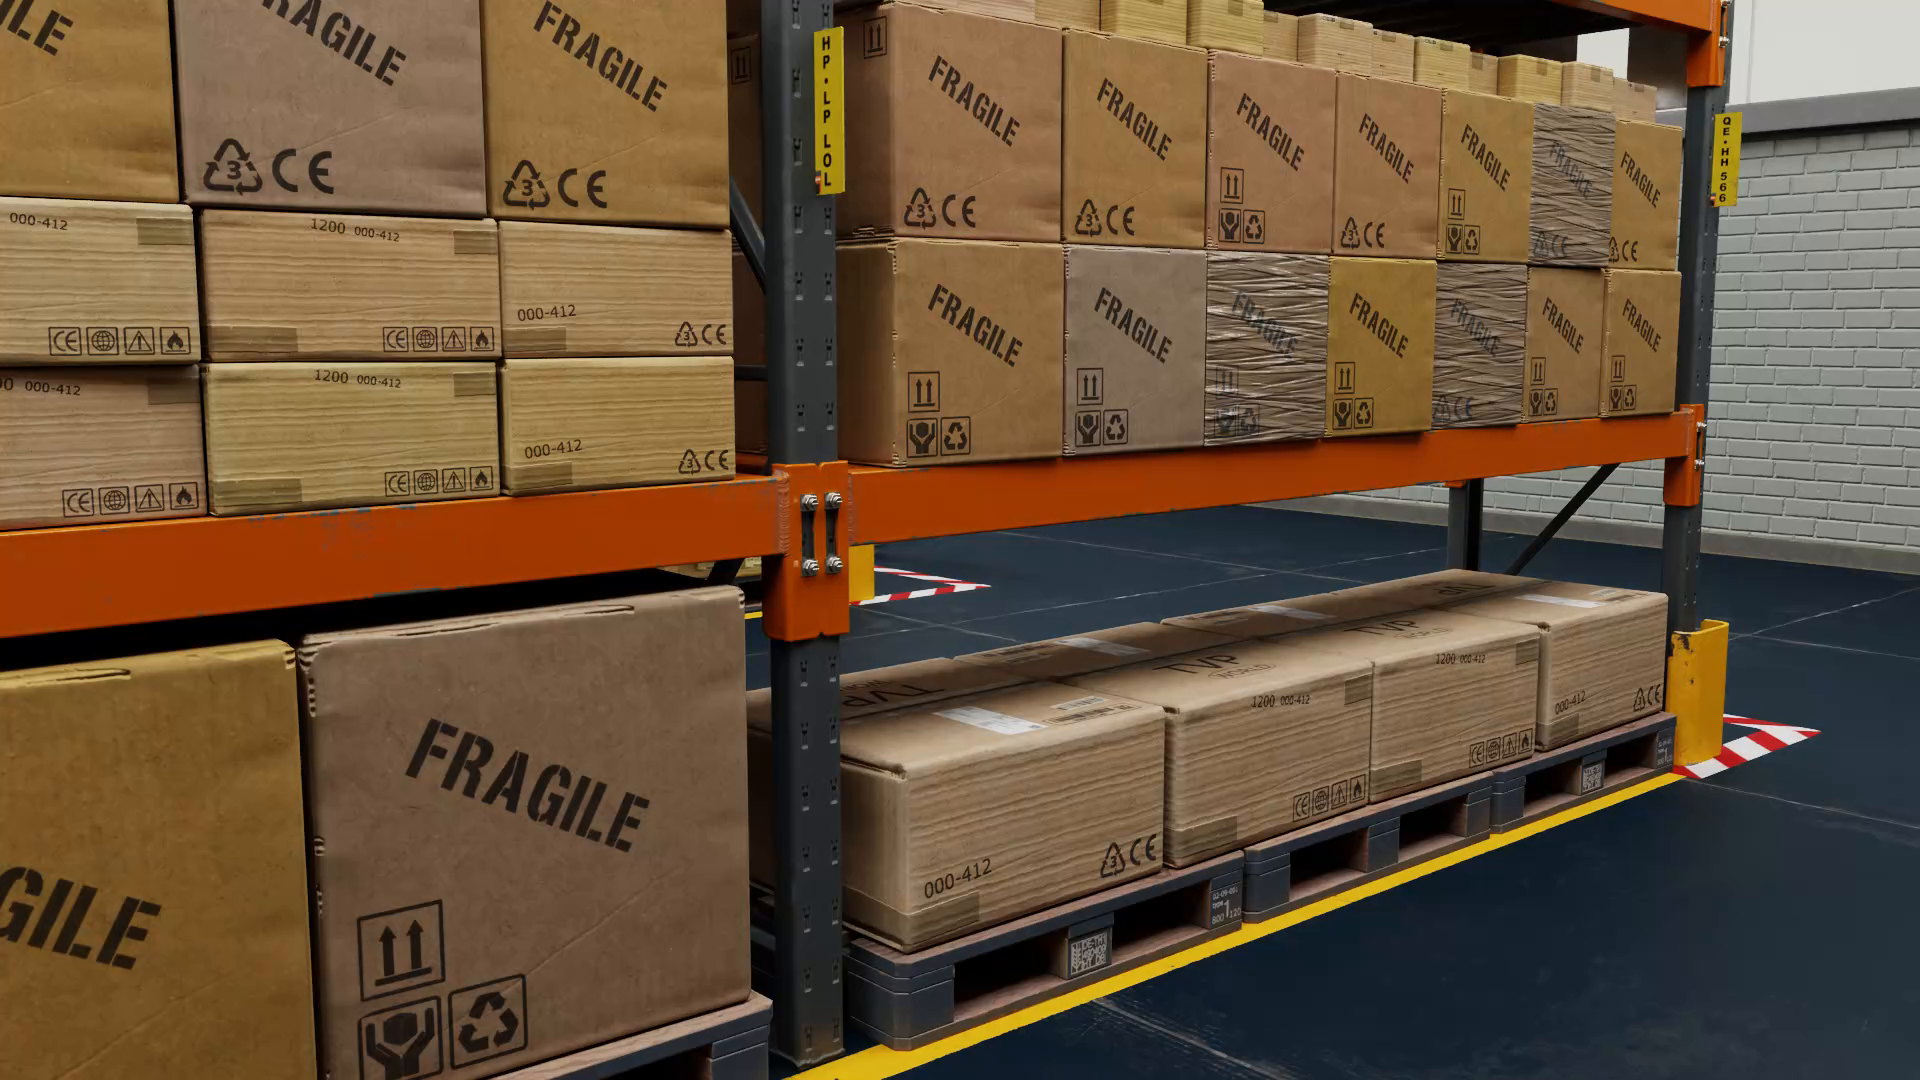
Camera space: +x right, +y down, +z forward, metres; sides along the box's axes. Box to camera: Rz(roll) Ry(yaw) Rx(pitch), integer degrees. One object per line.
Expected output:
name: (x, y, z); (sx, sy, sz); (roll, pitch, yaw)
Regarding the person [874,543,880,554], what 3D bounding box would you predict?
person: (-0.825, -0.759, 11.681); (0.627, 1.807, 0.620); (4, 8, 28)
